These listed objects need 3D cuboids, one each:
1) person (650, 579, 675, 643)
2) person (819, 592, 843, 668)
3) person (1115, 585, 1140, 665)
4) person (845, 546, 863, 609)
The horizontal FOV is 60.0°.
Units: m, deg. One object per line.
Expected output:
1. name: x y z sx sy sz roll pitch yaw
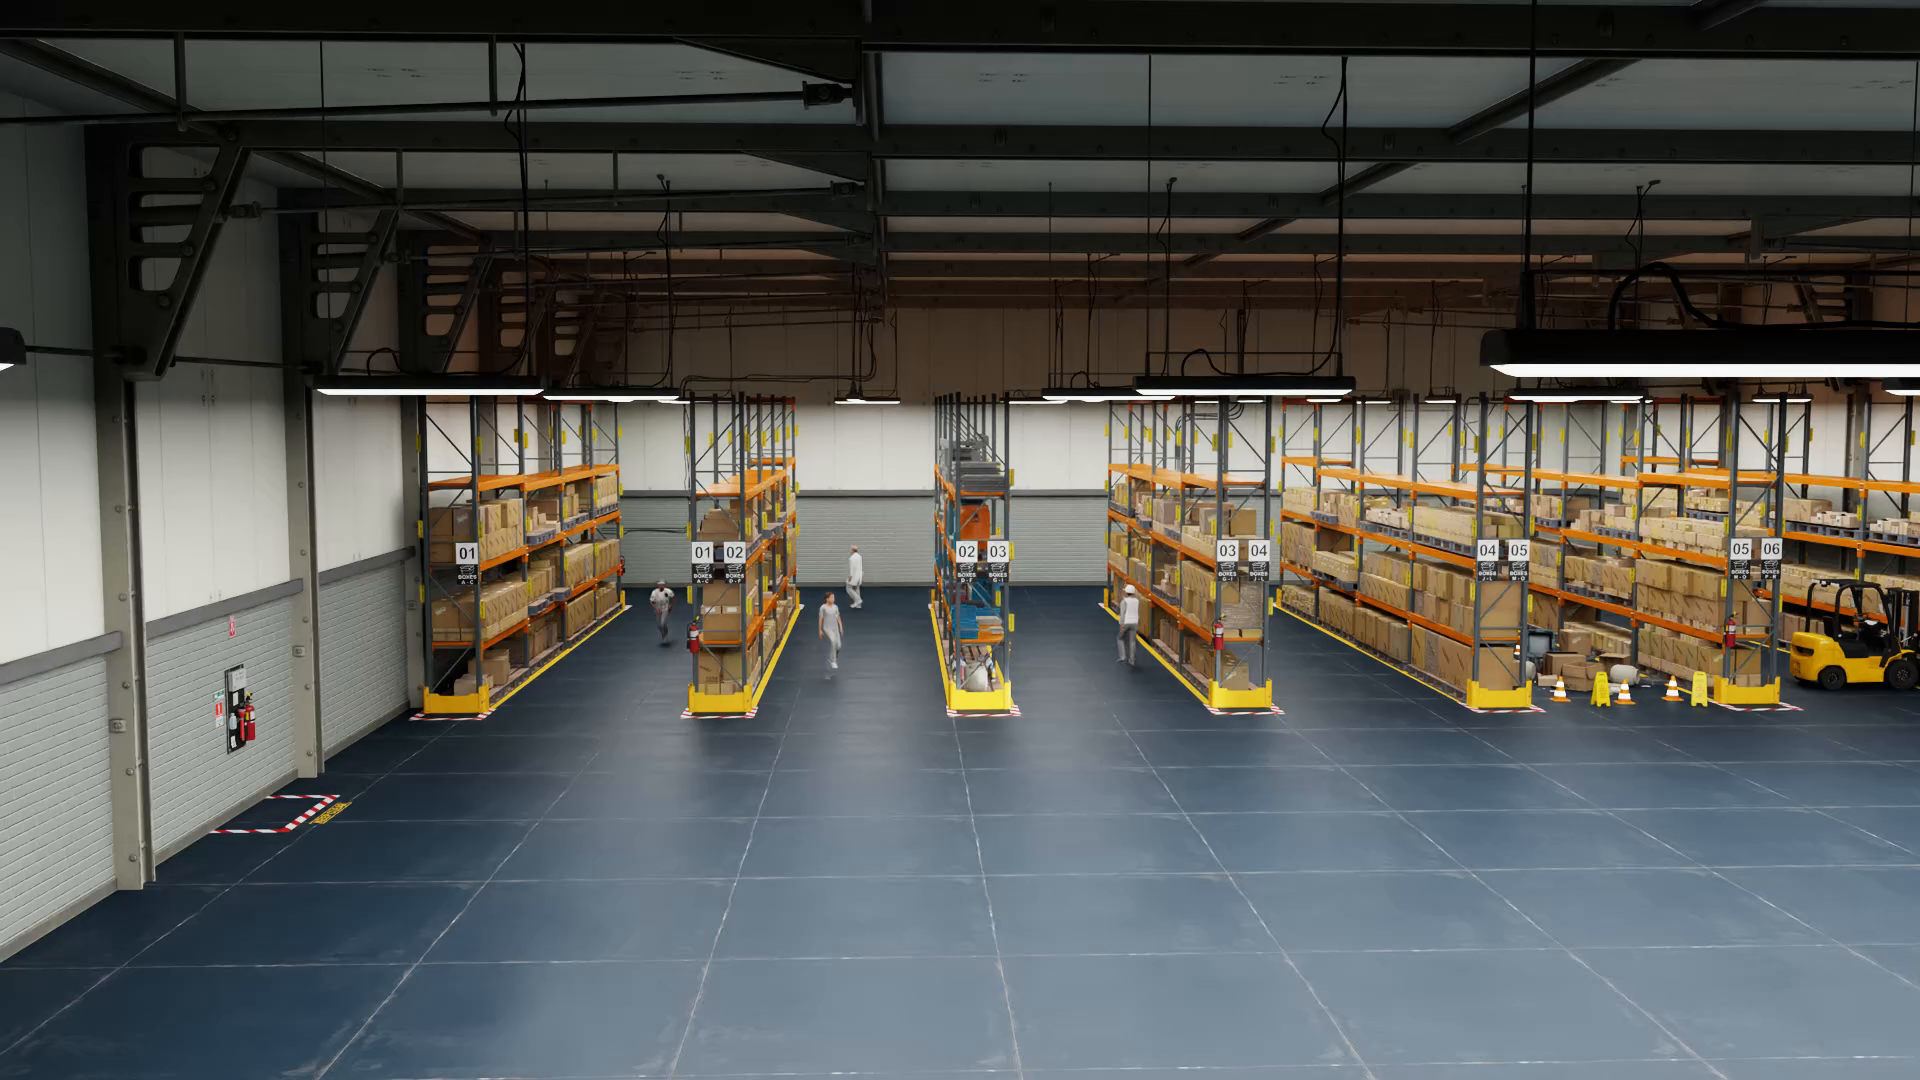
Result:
1. person: -7.169 1.712 40.128 0.528 1.605 0.736 1 5 9
2. person: -2.666 1.881 35.102 0.472 1.545 0.759 -3 6 -34
3. person: 3.777 1.889 36.936 0.526 1.784 0.607 -1 5 -12
4. person: -2.950 1.045 47.296 0.533 1.772 0.668 2 5 21
